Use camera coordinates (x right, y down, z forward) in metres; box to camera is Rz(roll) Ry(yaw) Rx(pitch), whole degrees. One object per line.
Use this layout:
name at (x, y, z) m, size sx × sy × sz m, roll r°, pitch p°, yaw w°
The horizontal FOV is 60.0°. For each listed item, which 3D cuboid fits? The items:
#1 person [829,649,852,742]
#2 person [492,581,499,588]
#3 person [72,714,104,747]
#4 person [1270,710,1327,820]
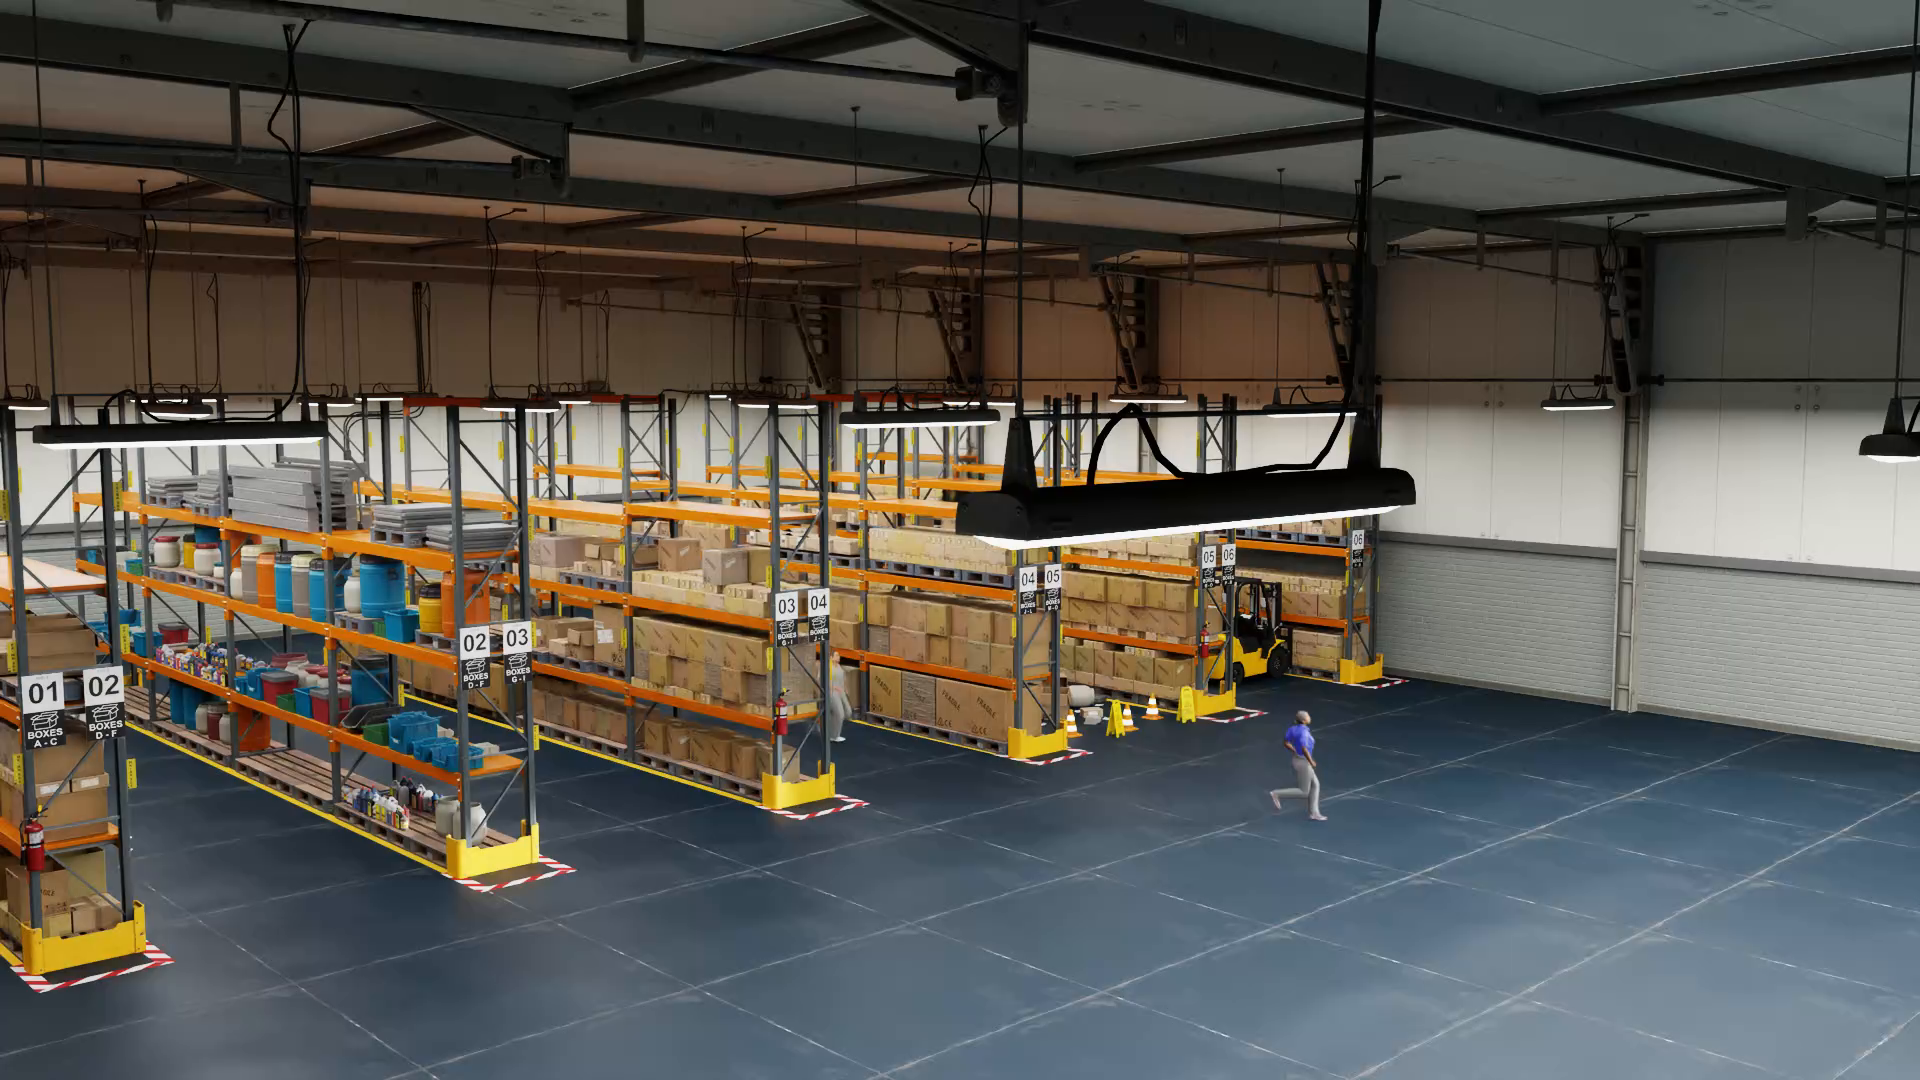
person at (-2.175, 2.713, 29.060) m, size 0.585 × 1.621 × 0.557 m, roll 3°, pitch 6°, yaw 31°
person at (-10.977, 1.771, 39.087) m, size 0.654 × 1.625 × 0.684 m, roll 1°, pitch 6°, yaw 14°
person at (-13.725, 2.909, 26.373) m, size 0.799 × 1.762 × 0.691 m, roll 5°, pitch 7°, yaw 42°
person at (4.862, 3.245, 23.853) m, size 0.891 × 1.628 × 0.564 m, roll 0°, pitch 6°, yaw -5°
